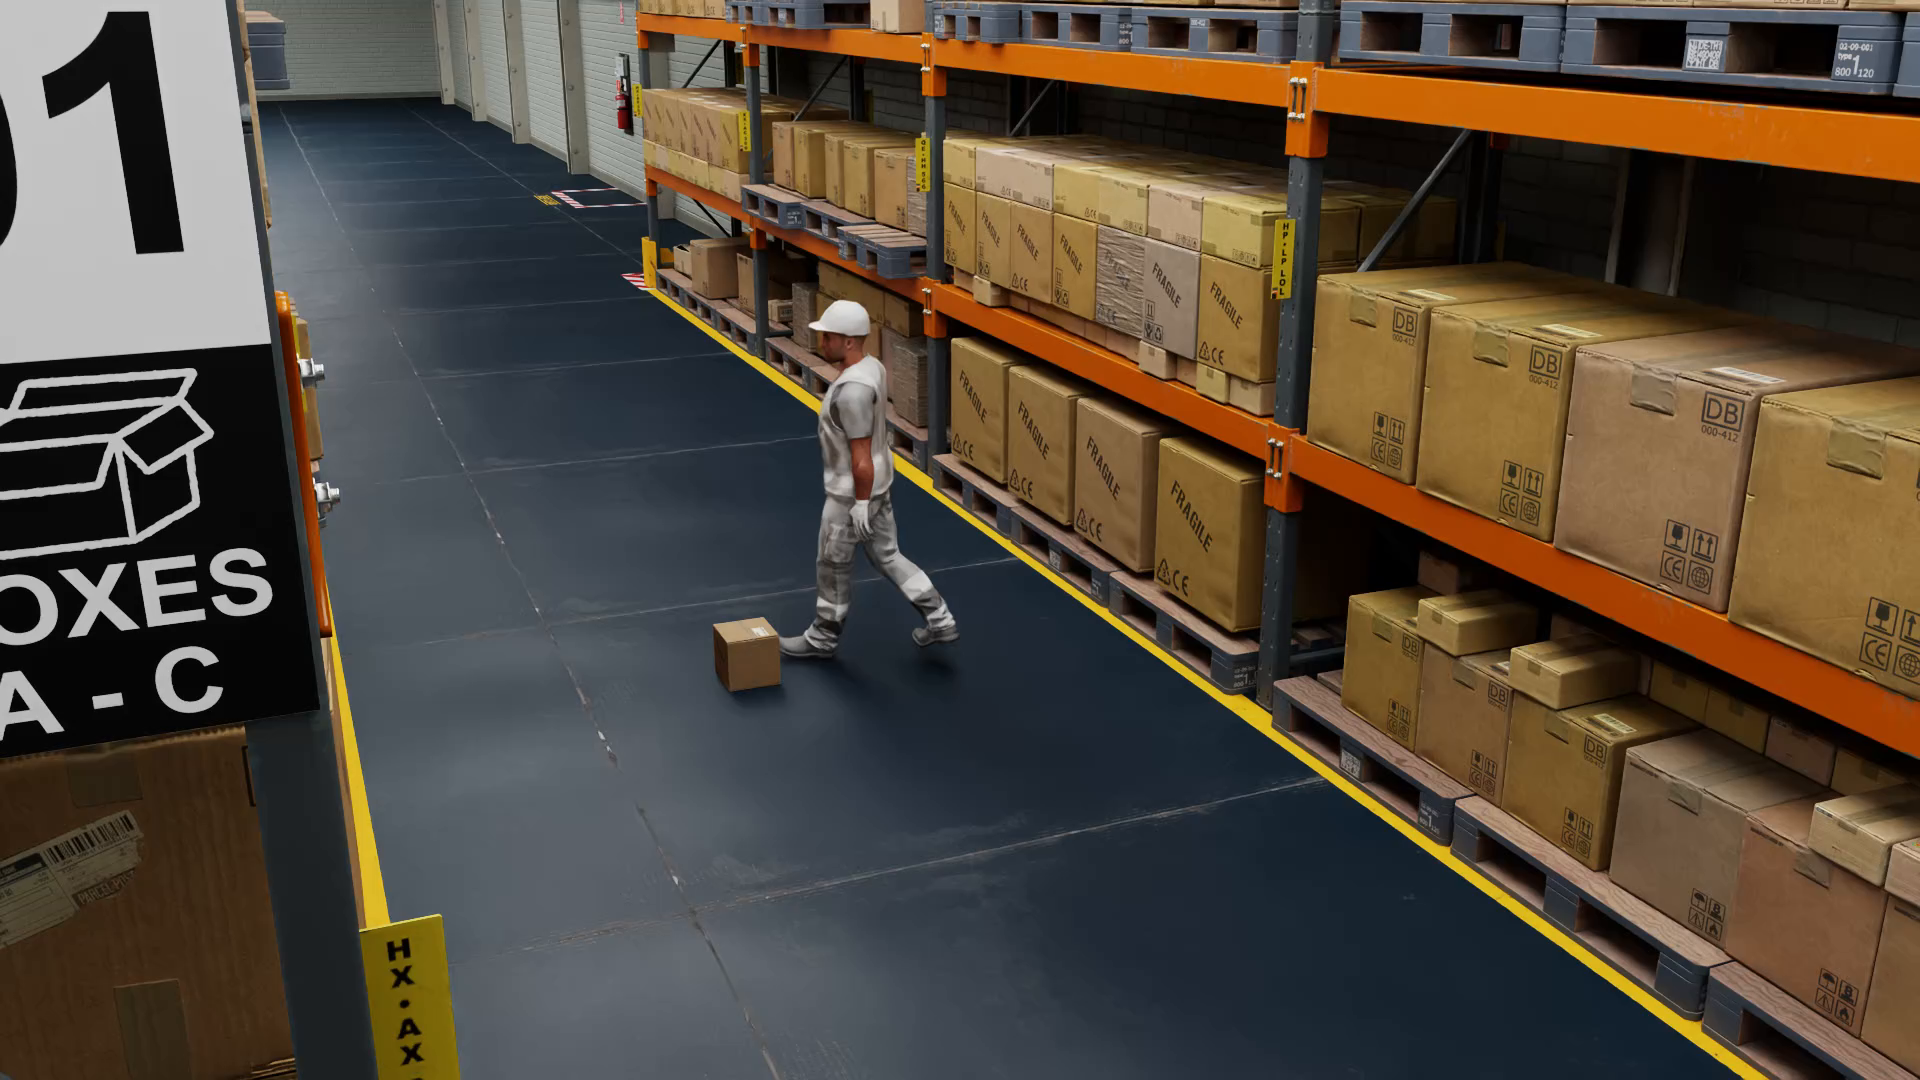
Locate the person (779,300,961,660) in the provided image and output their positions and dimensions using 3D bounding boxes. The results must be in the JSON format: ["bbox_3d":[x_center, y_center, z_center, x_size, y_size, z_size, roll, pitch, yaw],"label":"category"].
[{"bbox_3d":[-0.449,-0.251,7.783,0.921,1.773,0.639,3,19,8],"label":"person"}]
